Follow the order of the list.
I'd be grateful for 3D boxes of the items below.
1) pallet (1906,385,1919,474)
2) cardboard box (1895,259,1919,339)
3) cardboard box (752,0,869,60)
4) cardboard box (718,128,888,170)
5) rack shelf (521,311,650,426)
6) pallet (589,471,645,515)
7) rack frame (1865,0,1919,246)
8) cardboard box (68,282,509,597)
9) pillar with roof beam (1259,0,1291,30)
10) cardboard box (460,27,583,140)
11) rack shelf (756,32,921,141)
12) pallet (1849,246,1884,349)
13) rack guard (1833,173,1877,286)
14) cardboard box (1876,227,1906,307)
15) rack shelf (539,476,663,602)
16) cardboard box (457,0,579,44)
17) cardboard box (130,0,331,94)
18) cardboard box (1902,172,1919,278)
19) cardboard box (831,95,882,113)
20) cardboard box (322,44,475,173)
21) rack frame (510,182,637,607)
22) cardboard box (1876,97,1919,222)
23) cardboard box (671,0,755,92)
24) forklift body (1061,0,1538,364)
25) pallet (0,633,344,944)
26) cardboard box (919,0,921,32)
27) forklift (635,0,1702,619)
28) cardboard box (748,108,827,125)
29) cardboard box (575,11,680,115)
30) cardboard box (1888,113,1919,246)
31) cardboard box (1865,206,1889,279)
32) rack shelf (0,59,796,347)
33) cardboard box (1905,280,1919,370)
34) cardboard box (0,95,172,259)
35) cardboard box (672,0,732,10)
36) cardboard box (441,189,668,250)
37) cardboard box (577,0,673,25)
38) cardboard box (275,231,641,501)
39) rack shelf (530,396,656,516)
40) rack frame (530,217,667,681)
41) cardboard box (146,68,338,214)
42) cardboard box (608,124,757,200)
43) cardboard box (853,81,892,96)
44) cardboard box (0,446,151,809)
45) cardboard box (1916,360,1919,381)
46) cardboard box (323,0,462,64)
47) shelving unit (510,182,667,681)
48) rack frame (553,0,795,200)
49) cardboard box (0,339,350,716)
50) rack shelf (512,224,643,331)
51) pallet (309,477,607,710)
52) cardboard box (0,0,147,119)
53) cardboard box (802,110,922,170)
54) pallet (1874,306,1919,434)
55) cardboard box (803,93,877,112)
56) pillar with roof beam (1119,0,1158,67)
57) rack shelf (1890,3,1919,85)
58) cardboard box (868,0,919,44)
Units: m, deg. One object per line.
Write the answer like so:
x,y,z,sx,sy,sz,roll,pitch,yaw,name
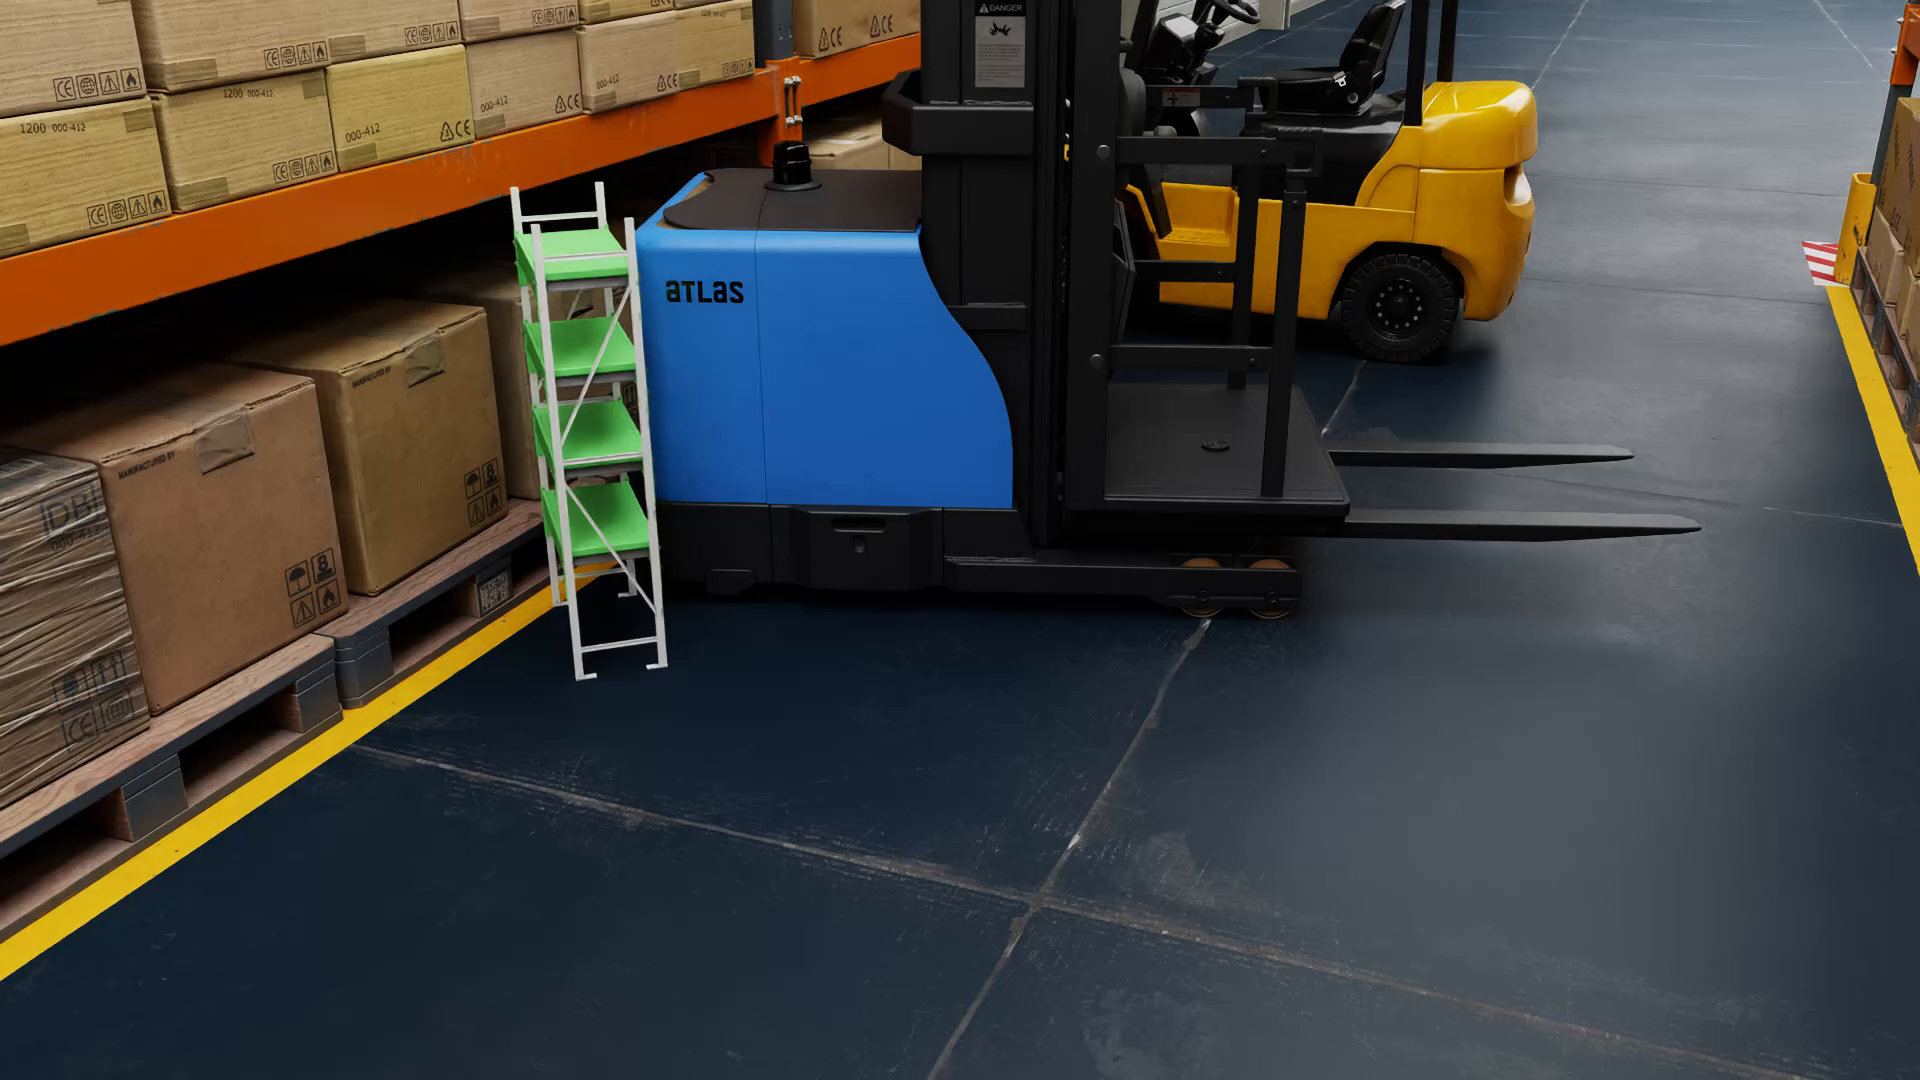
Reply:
3.746,-0.191,5.434,1.003,0.211,1.213,9,24,20,pallet
4.071,-0.961,6.682,0.500,0.250,0.500,11,25,24,cardboard box
-0.673,-2.109,6.278,0.500,0.500,0.500,8,24,19,cardboard box
-0.609,-1.456,6.570,0.500,0.250,0.500,8,24,19,cardboard box
-0.978,-0.453,4.321,0.258,0.148,0.480,-8,24,-18,rack shelf
-1.318,-0.386,5.900,1.003,0.211,1.213,9,24,20,pallet
5.015,-2.664,7.736,1.000,3.000,0.127,9,24,20,rack frame
-1.836,-0.306,4.626,0.875,0.625,0.625,8,24,18,cardboard box
7.764,-9.699,16.795,9.100,9.000,0.400,9,24,20,pillar with roof beam
-1.419,-1.301,4.667,0.500,0.250,0.500,9,24,20,cardboard box
-0.337,-2.326,7.859,1.077,0.370,4.000,9,24,20,rack shelf
4.653,-1.064,7.524,1.003,0.211,1.213,9,24,20,pallet
4.987,-1.483,8.152,1.175,0.500,0.348,9,24,20,rack guard
4.262,-1.158,7.154,0.500,0.250,0.500,10,25,22,cardboard box
-0.978,-0.010,4.506,0.258,0.148,0.480,-8,24,-18,rack shelf
-1.405,-1.524,4.552,0.500,0.250,0.500,9,24,21,cardboard box
-1.776,-1.159,3.680,0.500,0.250,0.500,8,24,19,cardboard box
4.067,-1.311,6.547,0.500,0.500,0.500,9,24,21,cardboard box
-0.236,-1.818,7.435,0.500,0.250,0.500,10,25,22,cardboard box
-1.604,-1.115,4.222,0.500,0.250,0.500,10,25,22,cardboard box
-1.060,-0.379,4.601,0.240,1.200,0.015,-8,24,-18,rack frame
4.451,-1.677,7.423,0.500,0.500,0.500,8,24,18,cardboard box
-1.025,-1.655,5.514,0.500,0.250,0.500,9,24,21,cardboard box
1.395,-2.042,7.348,2.313,2.155,1.214,9,24,20,forklift body
-2.224,0.487,3.809,1.003,0.211,1.213,9,24,20,pallet
-0.308,-2.479,7.164,0.500,0.500,0.500,9,24,20,cardboard box
0.627,-1.339,4.653,3.031,2.935,1.130,1,23,3,forklift
-0.903,-1.715,7.190,0.500,0.250,0.500,8,24,19,cardboard box
-1.206,-1.474,5.082,0.500,0.250,0.500,9,24,20,cardboard box
4.261,-1.490,6.974,0.500,0.500,0.500,8,24,18,cardboard box
4.459,-1.340,7.588,0.500,0.250,0.500,9,24,20,cardboard box
-1.823,-0.894,4.432,1.077,0.370,4.000,9,24,20,rack shelf
3.881,-0.781,6.250,0.500,0.250,0.500,9,24,21,cardboard box
-1.983,-0.744,3.334,0.500,0.250,0.500,8,24,19,cardboard box
-1.025,-1.891,5.431,0.500,0.250,0.500,8,24,19,cardboard box
-1.264,-0.851,5.933,0.875,0.625,0.625,10,25,22,cardboard box
-1.210,-1.706,4.988,0.500,0.250,0.500,8,24,19,cardboard box
-1.559,-0.575,5.271,0.875,0.625,0.625,9,24,20,cardboard box
-0.978,-0.232,4.414,0.258,0.148,0.480,-8,24,-18,rack shelf
-0.896,-0.202,4.177,0.240,1.200,0.015,-8,24,-18,rack frame
-1.798,-0.930,3.778,0.500,0.250,0.500,8,24,18,cardboard box
-1.077,-1.532,6.751,0.500,0.250,0.500,9,24,21,cardboard box
-0.523,-2.076,8.053,0.500,0.250,0.500,8,24,19,cardboard box
-2.322,0.170,3.486,0.875,0.625,0.625,10,25,22,cardboard box
3.688,-0.600,5.816,0.500,0.250,0.500,8,24,19,cardboard box
-1.610,-1.346,4.126,0.500,0.250,0.500,9,24,21,cardboard box
-0.978,-0.291,4.389,0.258,1.200,0.503,-8,24,-18,shelving unit
-1.080,-1.942,6.007,1.000,3.000,0.127,9,24,20,rack frame
-2.086,-0.065,4.049,0.875,0.625,0.625,10,25,22,cardboard box
-0.978,-0.675,4.229,0.258,0.148,0.480,-8,24,-18,rack shelf
-1.769,0.052,4.851,1.003,0.211,1.213,9,24,20,pallet
-1.987,-0.975,3.238,0.500,0.250,0.500,10,25,22,cardboard box
-0.410,-1.638,7.005,0.500,0.250,0.500,9,24,20,cardboard box
4.198,-0.629,6.483,1.003,0.211,1.213,9,24,20,pallet
-0.702,-1.895,7.619,0.500,0.250,0.500,9,24,20,cardboard box
5.536,-7.552,11.655,9.100,9.000,0.400,9,24,20,pillar with roof beam
4.273,-1.616,6.161,1.077,0.370,4.000,9,24,20,rack shelf
-0.495,-2.298,6.730,0.500,0.500,0.500,9,24,21,cardboard box
